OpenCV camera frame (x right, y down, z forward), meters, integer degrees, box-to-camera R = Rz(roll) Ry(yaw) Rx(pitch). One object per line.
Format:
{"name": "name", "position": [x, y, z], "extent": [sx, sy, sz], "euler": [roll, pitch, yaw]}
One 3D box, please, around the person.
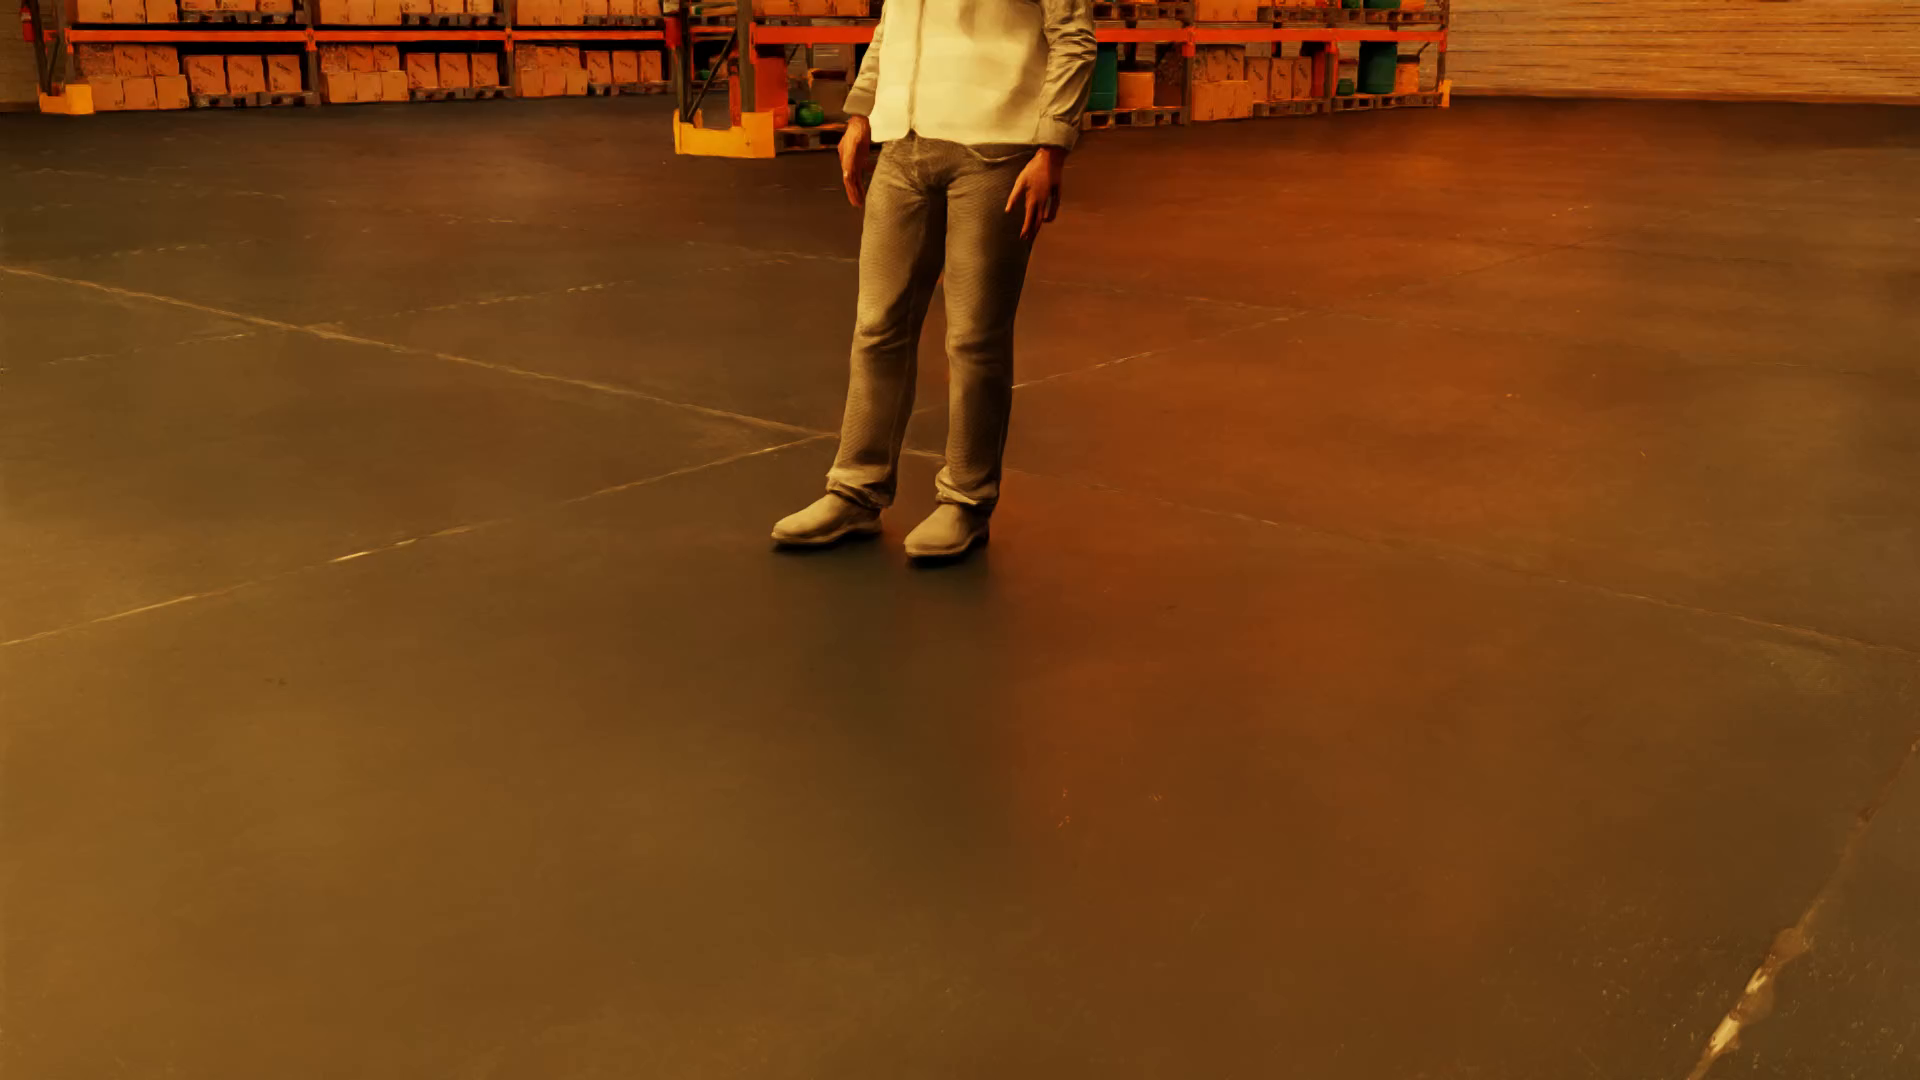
{"name": "person", "position": [-0.046, -0.843, 3.641], "extent": [0.632, 1.773, 0.567], "euler": [13, 21, 37]}
